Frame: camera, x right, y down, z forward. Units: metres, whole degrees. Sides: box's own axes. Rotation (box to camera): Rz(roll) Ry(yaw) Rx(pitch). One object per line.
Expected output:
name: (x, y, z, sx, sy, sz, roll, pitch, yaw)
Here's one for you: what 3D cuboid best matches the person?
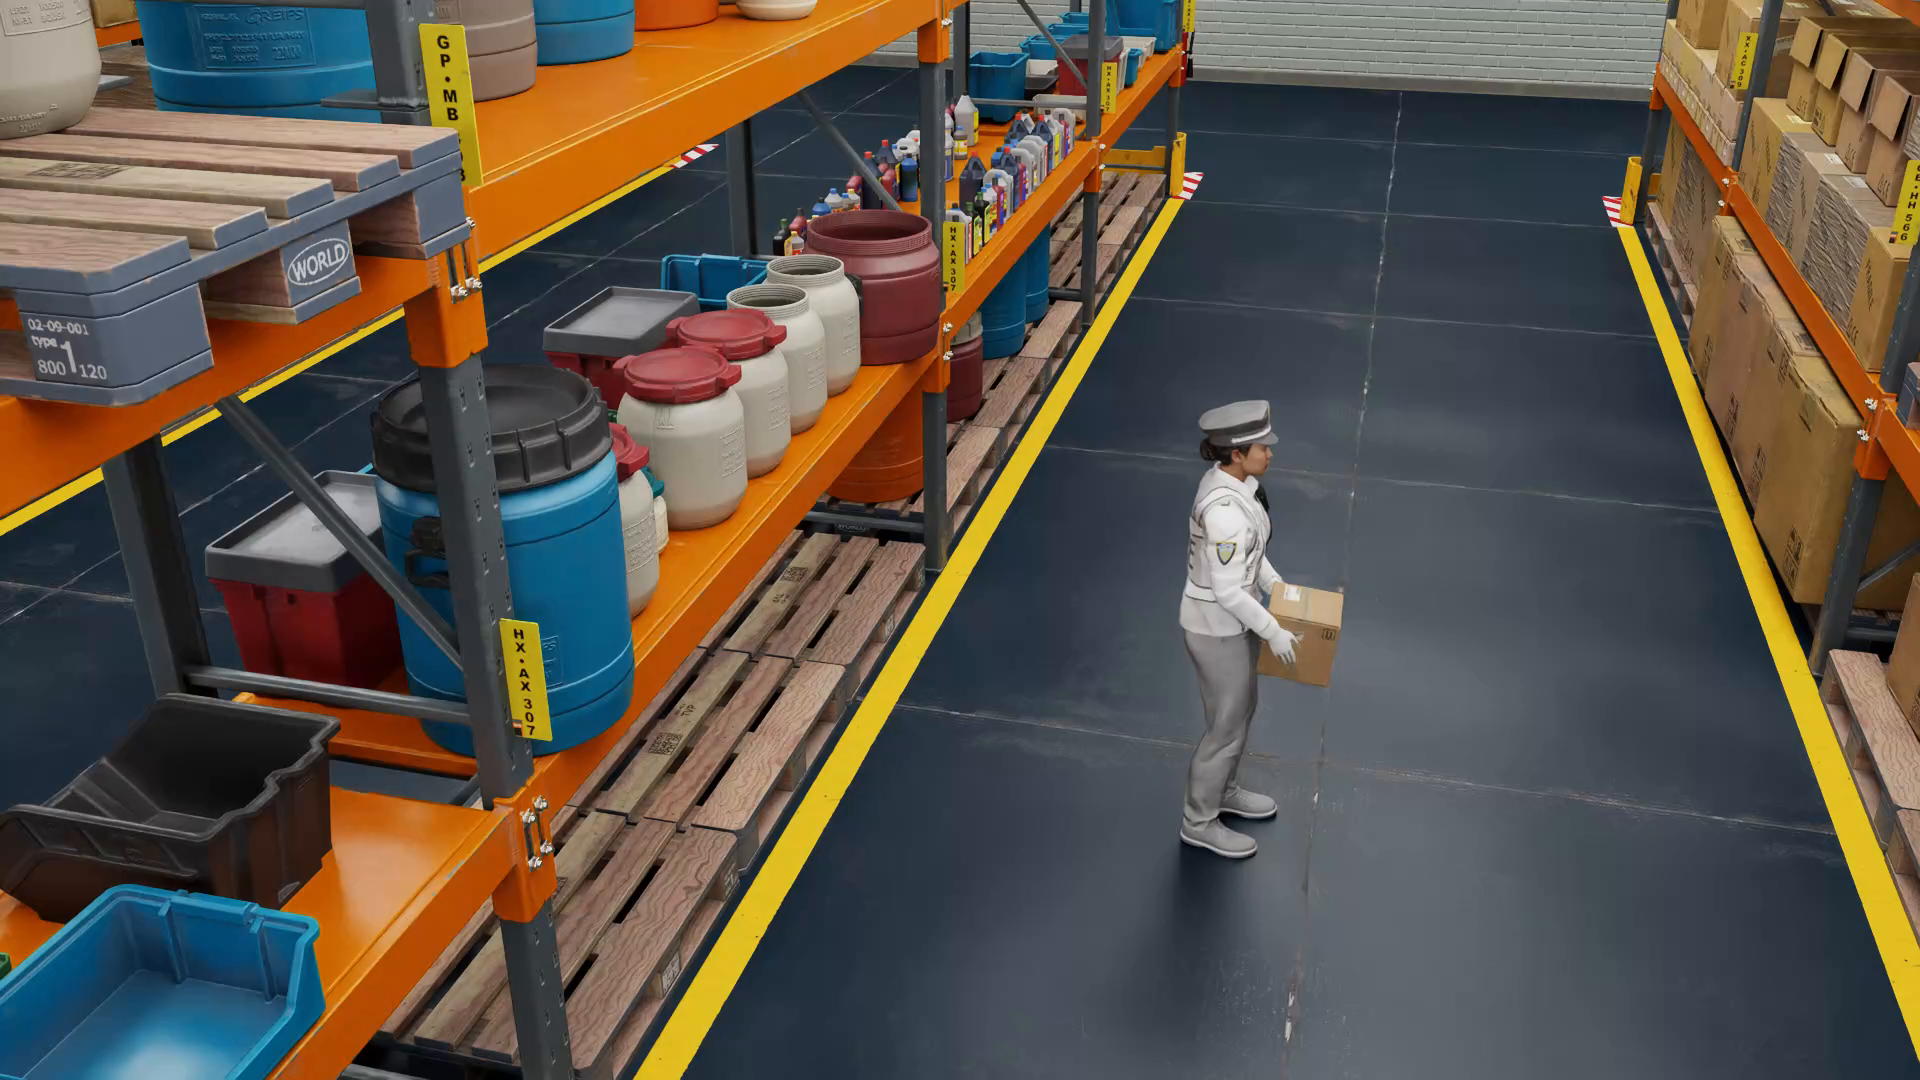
person: (0.987, 0.311, 5.952, 0.403, 1.663, 0.528, 6, 26, 13)
